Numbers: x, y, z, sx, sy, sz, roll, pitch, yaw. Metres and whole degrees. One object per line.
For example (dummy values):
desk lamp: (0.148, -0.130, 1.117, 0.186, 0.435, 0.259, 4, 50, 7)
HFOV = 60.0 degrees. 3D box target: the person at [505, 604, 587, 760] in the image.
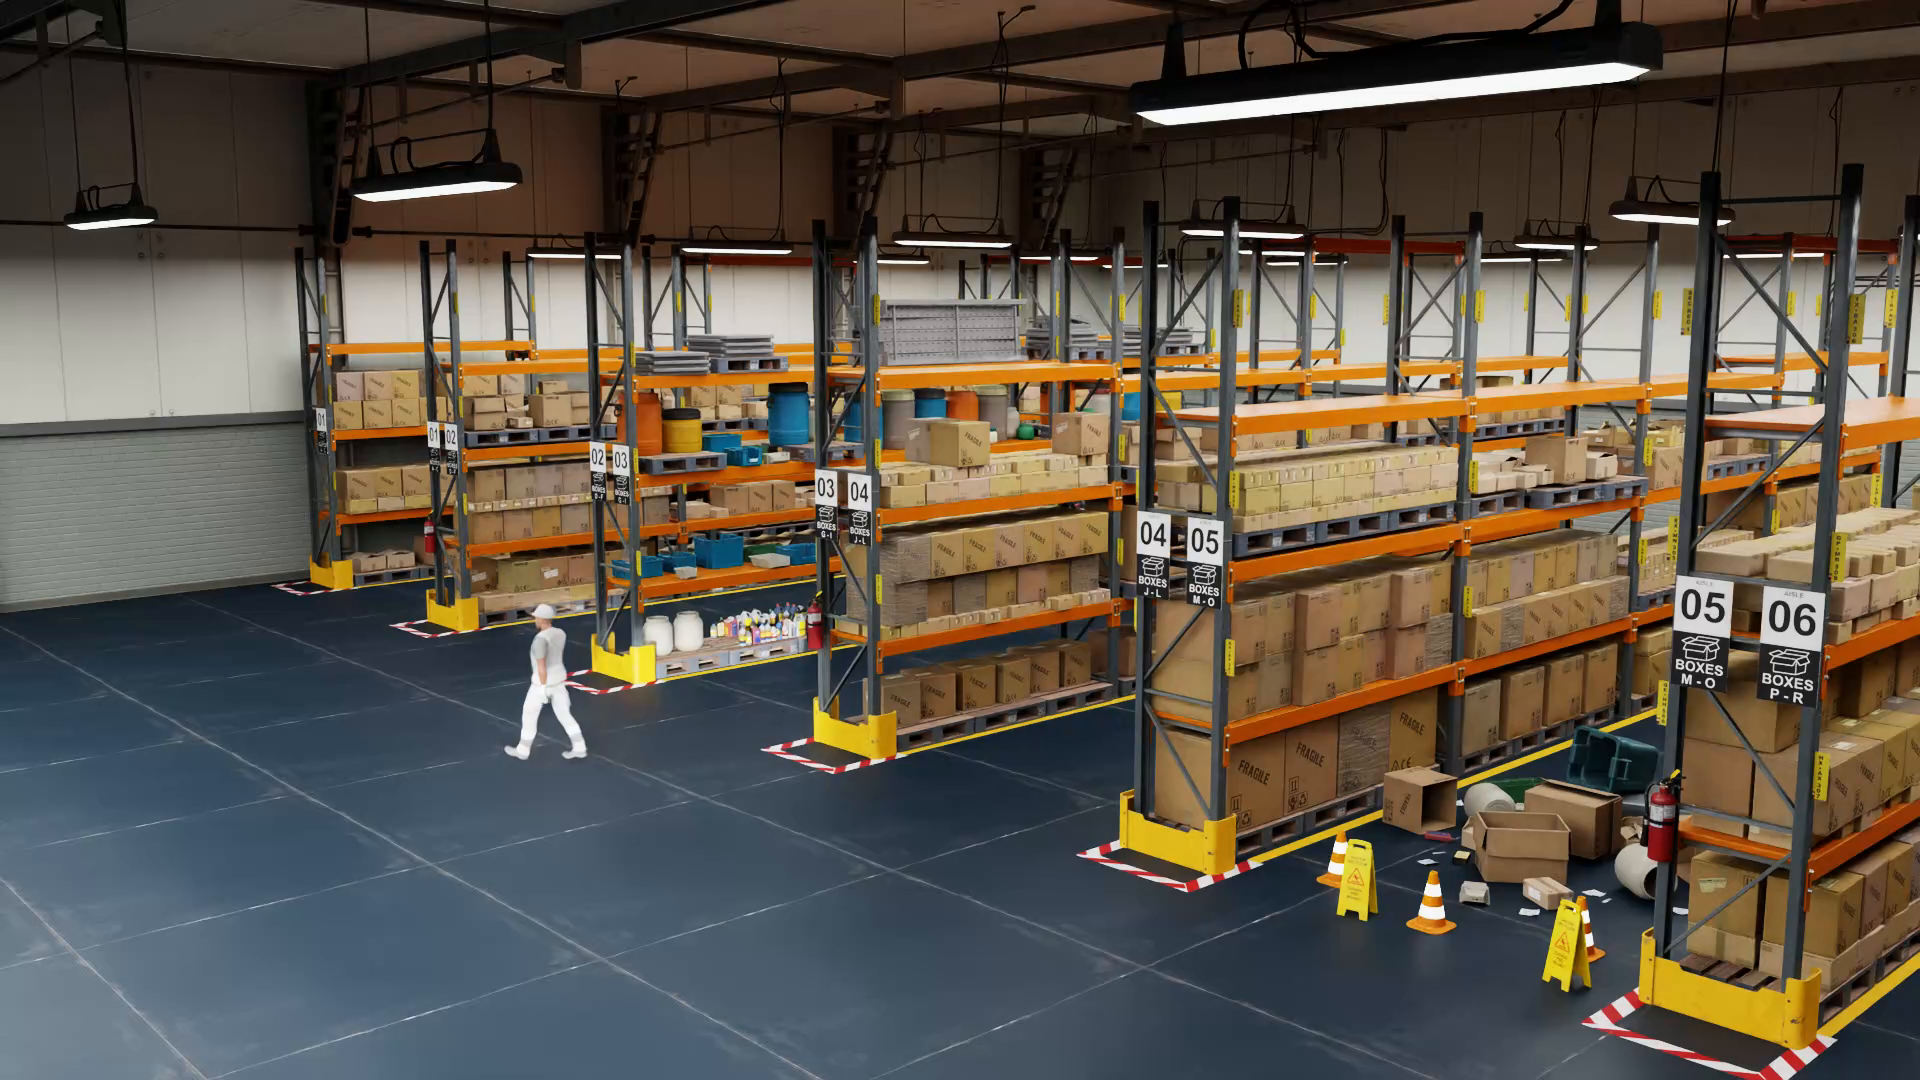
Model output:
person: (-4.626, 1.590, 18.580, 0.908, 1.766, 0.520, 4, 9, 28)
